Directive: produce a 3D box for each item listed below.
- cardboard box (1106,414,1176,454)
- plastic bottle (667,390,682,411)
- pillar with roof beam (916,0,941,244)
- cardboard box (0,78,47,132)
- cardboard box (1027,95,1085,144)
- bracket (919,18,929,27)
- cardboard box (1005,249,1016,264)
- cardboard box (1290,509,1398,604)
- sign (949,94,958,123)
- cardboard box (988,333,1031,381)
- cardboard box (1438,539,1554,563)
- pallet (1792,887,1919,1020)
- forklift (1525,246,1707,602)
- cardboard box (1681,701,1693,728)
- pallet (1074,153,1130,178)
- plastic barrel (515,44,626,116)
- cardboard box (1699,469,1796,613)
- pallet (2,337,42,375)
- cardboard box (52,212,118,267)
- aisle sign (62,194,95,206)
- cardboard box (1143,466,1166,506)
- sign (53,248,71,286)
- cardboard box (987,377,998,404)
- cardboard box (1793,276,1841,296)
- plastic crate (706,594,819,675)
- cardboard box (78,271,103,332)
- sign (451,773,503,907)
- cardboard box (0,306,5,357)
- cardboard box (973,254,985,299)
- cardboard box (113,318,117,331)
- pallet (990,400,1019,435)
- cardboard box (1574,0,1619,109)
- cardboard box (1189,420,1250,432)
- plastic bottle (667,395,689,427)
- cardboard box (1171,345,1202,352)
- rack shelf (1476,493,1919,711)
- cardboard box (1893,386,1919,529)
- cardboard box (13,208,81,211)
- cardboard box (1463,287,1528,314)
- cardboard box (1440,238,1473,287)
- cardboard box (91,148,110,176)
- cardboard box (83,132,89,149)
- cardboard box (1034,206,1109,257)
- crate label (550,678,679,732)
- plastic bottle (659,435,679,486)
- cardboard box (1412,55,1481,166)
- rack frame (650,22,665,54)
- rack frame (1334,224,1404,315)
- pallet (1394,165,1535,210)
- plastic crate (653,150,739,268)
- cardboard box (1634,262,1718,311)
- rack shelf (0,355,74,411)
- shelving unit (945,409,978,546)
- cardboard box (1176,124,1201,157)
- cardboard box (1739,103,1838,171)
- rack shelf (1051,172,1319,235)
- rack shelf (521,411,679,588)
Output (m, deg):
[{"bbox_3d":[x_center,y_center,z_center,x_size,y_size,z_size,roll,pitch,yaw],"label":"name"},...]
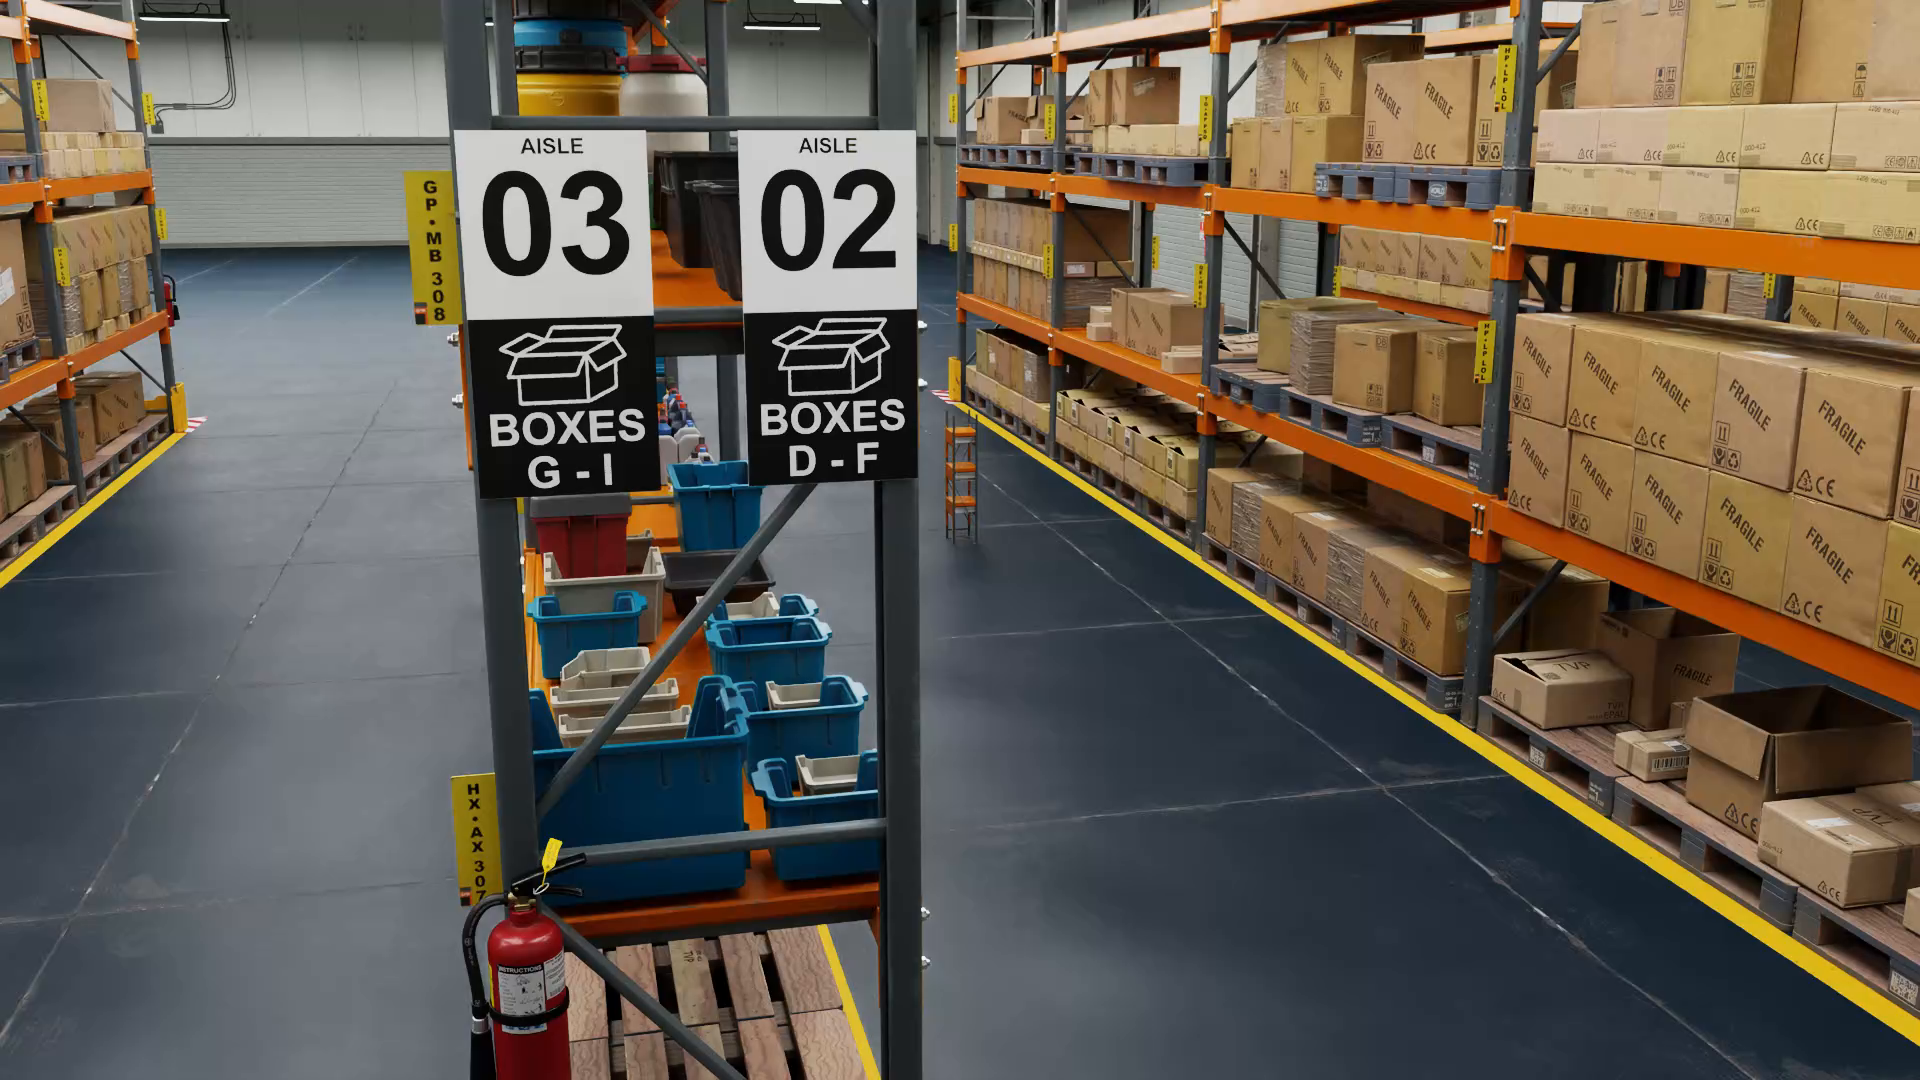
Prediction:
[{"bbox_3d":[1.619,-0.973,14.817,0.500,0.311,0.500,-3,14,-12],"label":"cardboard box"},{"bbox_3d":[-1.856,-0.840,10.818,0.097,0.271,0.097,0,14,0],"label":"plastic bottle"},{"bbox_3d":[-4.949,-12.978,47.586,9.100,9.000,0.548,-3,14,-13],"label":"pillar with roof beam"},{"bbox_3d":[-9.082,-4.203,16.100,0.500,0.500,0.500,-3,14,-13],"label":"cardboard box"},{"bbox_3d":[1.138,-4.463,17.655,0.797,0.503,0.637,-2,14,-7],"label":"cardboard box"},{"bbox_3d":[-1.012,-14.851,47.668,0.235,0.232,0.430,-3,14,-13],"label":"bracket"},{"bbox_3d":[0.705,-3.126,18.323,0.380,0.149,0.250,-3,14,-13],"label":"cardboard box"},{"bbox_3d":[2.539,0.105,11.019,0.500,0.500,0.500,-4,14,-15],"label":"cardboard box"},{"bbox_3d":[-0.079,-5.110,19.693,0.100,0.325,0.005,-3,14,-13],"label":"sign"},{"bbox_3d":[0.621,-2.086,18.972,0.500,0.500,0.500,-3,14,-13],"label":"cardboard box"},{"bbox_3d":[3.268,0.302,10.210,0.500,0.500,0.500,-3,14,-12],"label":"cardboard box"},{"bbox_3d":[4.014,1.625,6.330,1.003,0.211,1.213,-3,14,-13],"label":"pallet"},{"bbox_3d":[4.739,-1.301,12.576,1.130,2.935,3.031,-4,14,-14],"label":"forklift"},{"bbox_3d":[3.866,0.930,8.037,0.500,0.311,0.500,-3,14,-13],"label":"cardboard box"},{"bbox_3d":[1.621,-3.458,15.342,0.805,0.209,1.217,-4,14,-15],"label":"pallet"},{"bbox_3d":[-1.947,-2.127,8.212,0.600,0.588,0.600,0,14,0],"label":"plastic barrel"},{"bbox_3d":[3.495,-0.016,6.961,0.500,0.500,0.500,-3,14,-14],"label":"cardboard box"},{"bbox_3d":[-8.190,-1.467,13.517,1.003,0.211,1.213,-3,14,-13],"label":"pallet"},{"bbox_3d":[-8.451,-2.887,15.980,0.500,0.500,0.500,-3,14,-13],"label":"cardboard box"},{"bbox_3d":[-9.474,-3.928,17.708,0.394,0.787,0.004,-3,14,-13],"label":"aisle sign"},{"bbox_3d":[1.856,-0.468,13.932,0.500,0.250,0.500,-3,14,-14],"label":"cardboard box"},{"bbox_3d":[-7.690,-2.339,14.242,0.100,0.325,0.005,-3,14,-13],"label":"sign"},{"bbox_3d":[0.610,-1.721,19.059,0.500,0.250,0.500,-3,14,-13],"label":"cardboard box"},{"bbox_3d":[7.018,-2.092,13.209,0.500,0.250,0.500,-3,14,-12],"label":"cardboard box"},{"bbox_3d":[-0.713,0.351,5.896,0.416,0.233,0.300,-3,14,-13],"label":"plastic crate"},{"bbox_3d":[-8.357,-2.163,15.121,0.875,0.500,0.500,-3,14,-13],"label":"cardboard box"},{"bbox_3d":[-1.127,0.702,3.888,0.100,0.325,0.005,-3,14,-13],"label":"sign"},{"bbox_3d":[-7.732,-1.604,12.571,0.797,0.503,0.637,-2,14,-7],"label":"cardboard box"},{"bbox_3d":[0.559,-3.159,19.827,0.700,0.500,0.500,-3,14,-13],"label":"cardboard box"},{"bbox_3d":[-8.455,-2.090,16.190,0.380,0.149,0.250,-3,14,-13],"label":"cardboard box"},{"bbox_3d":[0.966,-1.410,18.751,1.003,0.211,1.213,-3,14,-13],"label":"pallet"},{"bbox_3d":[3.432,-2.332,8.015,0.700,0.500,0.500,-3,14,-13],"label":"cardboard box"},{"bbox_3d":[2.254,-0.890,14.476,0.500,0.311,0.500,-4,14,-15],"label":"cardboard box"},{"bbox_3d":[-1.700,-0.702,10.084,0.144,0.351,0.185,-3,14,-13],"label":"plastic bottle"},{"bbox_3d":[1.987,-1.543,13.950,0.380,0.149,0.250,-2,14,-9],"label":"cardboard box"},{"bbox_3d":[3.750,0.360,7.148,1.077,0.370,4.000,-3,14,-13],"label":"rack shelf"},{"bbox_3d":[3.729,-0.266,5.878,0.500,0.500,0.500,-3,14,-12],"label":"cardboard box"},{"bbox_3d":[-9.193,-3.089,16.805,0.500,0.500,0.500,-3,14,-13],"label":"cardboard box"},{"bbox_3d":[5.810,-2.602,18.033,0.500,0.250,0.500,-3,14,-13],"label":"cardboard box"},{"bbox_3d":[5.682,-3.081,18.412,0.500,0.500,0.500,-3,14,-14],"label":"cardboard box"},{"bbox_3d":[-8.452,-3.605,15.860,0.500,0.250,0.500,-4,14,-14],"label":"cardboard box"},{"bbox_3d":[-8.348,-3.714,15.464,0.380,0.149,0.250,-4,14,-14],"label":"cardboard box"},{"bbox_3d":[1.171,-3.194,17.234,0.700,0.500,0.500,-3,14,-13],"label":"cardboard box"},{"bbox_3d":[-1.106,0.538,5.335,0.396,0.136,0.243,-3,14,-13],"label":"crate label"},{"bbox_3d":[-1.639,-0.448,9.203,0.152,0.276,0.135,-3,14,-13],"label":"plastic bottle"},{"bbox_3d":[3.055,-2.482,9.640,0.600,0.600,0.600,-3,14,-14],"label":"cardboard box"},{"bbox_3d":[-2.475,-4.013,10.890,1.000,3.000,0.127,-3,14,-13],"label":"rack frame"},{"bbox_3d":[5.277,-3.496,21.416,1.000,3.000,0.127,-3,14,-13],"label":"rack frame"},{"bbox_3d":[3.196,-1.971,9.250,1.213,0.211,1.003,-3,14,-13],"label":"pallet"},{"bbox_3d":[-0.687,-1.047,5.205,0.504,0.338,0.767,-3,14,-13],"label":"plastic crate"},{"bbox_3d":[6.721,-2.307,15.411,0.700,0.500,0.500,-3,14,-13],"label":"cardboard box"},{"bbox_3d":[-7.759,-0.934,12.446,1.077,0.370,4.000,-3,14,-13],"label":"rack shelf"},{"bbox_3d":[0.013,-0.498,13.252,0.215,1.050,0.252,-3,14,-13],"label":"shelving unit"},{"bbox_3d":[2.039,-3.183,13.247,0.500,0.250,0.500,-3,14,-12],"label":"cardboard box"},{"bbox_3d":[3.496,-1.605,6.620,0.500,0.250,0.500,-3,14,-13],"label":"cardboard box"},{"bbox_3d":[1.871,-2.943,14.347,1.077,0.370,4.000,-3,14,-13],"label":"rack shelf"},{"bbox_3d":[-2.005,-0.287,9.799,1.077,0.370,4.000,-3,14,-13],"label":"rack shelf"}]
